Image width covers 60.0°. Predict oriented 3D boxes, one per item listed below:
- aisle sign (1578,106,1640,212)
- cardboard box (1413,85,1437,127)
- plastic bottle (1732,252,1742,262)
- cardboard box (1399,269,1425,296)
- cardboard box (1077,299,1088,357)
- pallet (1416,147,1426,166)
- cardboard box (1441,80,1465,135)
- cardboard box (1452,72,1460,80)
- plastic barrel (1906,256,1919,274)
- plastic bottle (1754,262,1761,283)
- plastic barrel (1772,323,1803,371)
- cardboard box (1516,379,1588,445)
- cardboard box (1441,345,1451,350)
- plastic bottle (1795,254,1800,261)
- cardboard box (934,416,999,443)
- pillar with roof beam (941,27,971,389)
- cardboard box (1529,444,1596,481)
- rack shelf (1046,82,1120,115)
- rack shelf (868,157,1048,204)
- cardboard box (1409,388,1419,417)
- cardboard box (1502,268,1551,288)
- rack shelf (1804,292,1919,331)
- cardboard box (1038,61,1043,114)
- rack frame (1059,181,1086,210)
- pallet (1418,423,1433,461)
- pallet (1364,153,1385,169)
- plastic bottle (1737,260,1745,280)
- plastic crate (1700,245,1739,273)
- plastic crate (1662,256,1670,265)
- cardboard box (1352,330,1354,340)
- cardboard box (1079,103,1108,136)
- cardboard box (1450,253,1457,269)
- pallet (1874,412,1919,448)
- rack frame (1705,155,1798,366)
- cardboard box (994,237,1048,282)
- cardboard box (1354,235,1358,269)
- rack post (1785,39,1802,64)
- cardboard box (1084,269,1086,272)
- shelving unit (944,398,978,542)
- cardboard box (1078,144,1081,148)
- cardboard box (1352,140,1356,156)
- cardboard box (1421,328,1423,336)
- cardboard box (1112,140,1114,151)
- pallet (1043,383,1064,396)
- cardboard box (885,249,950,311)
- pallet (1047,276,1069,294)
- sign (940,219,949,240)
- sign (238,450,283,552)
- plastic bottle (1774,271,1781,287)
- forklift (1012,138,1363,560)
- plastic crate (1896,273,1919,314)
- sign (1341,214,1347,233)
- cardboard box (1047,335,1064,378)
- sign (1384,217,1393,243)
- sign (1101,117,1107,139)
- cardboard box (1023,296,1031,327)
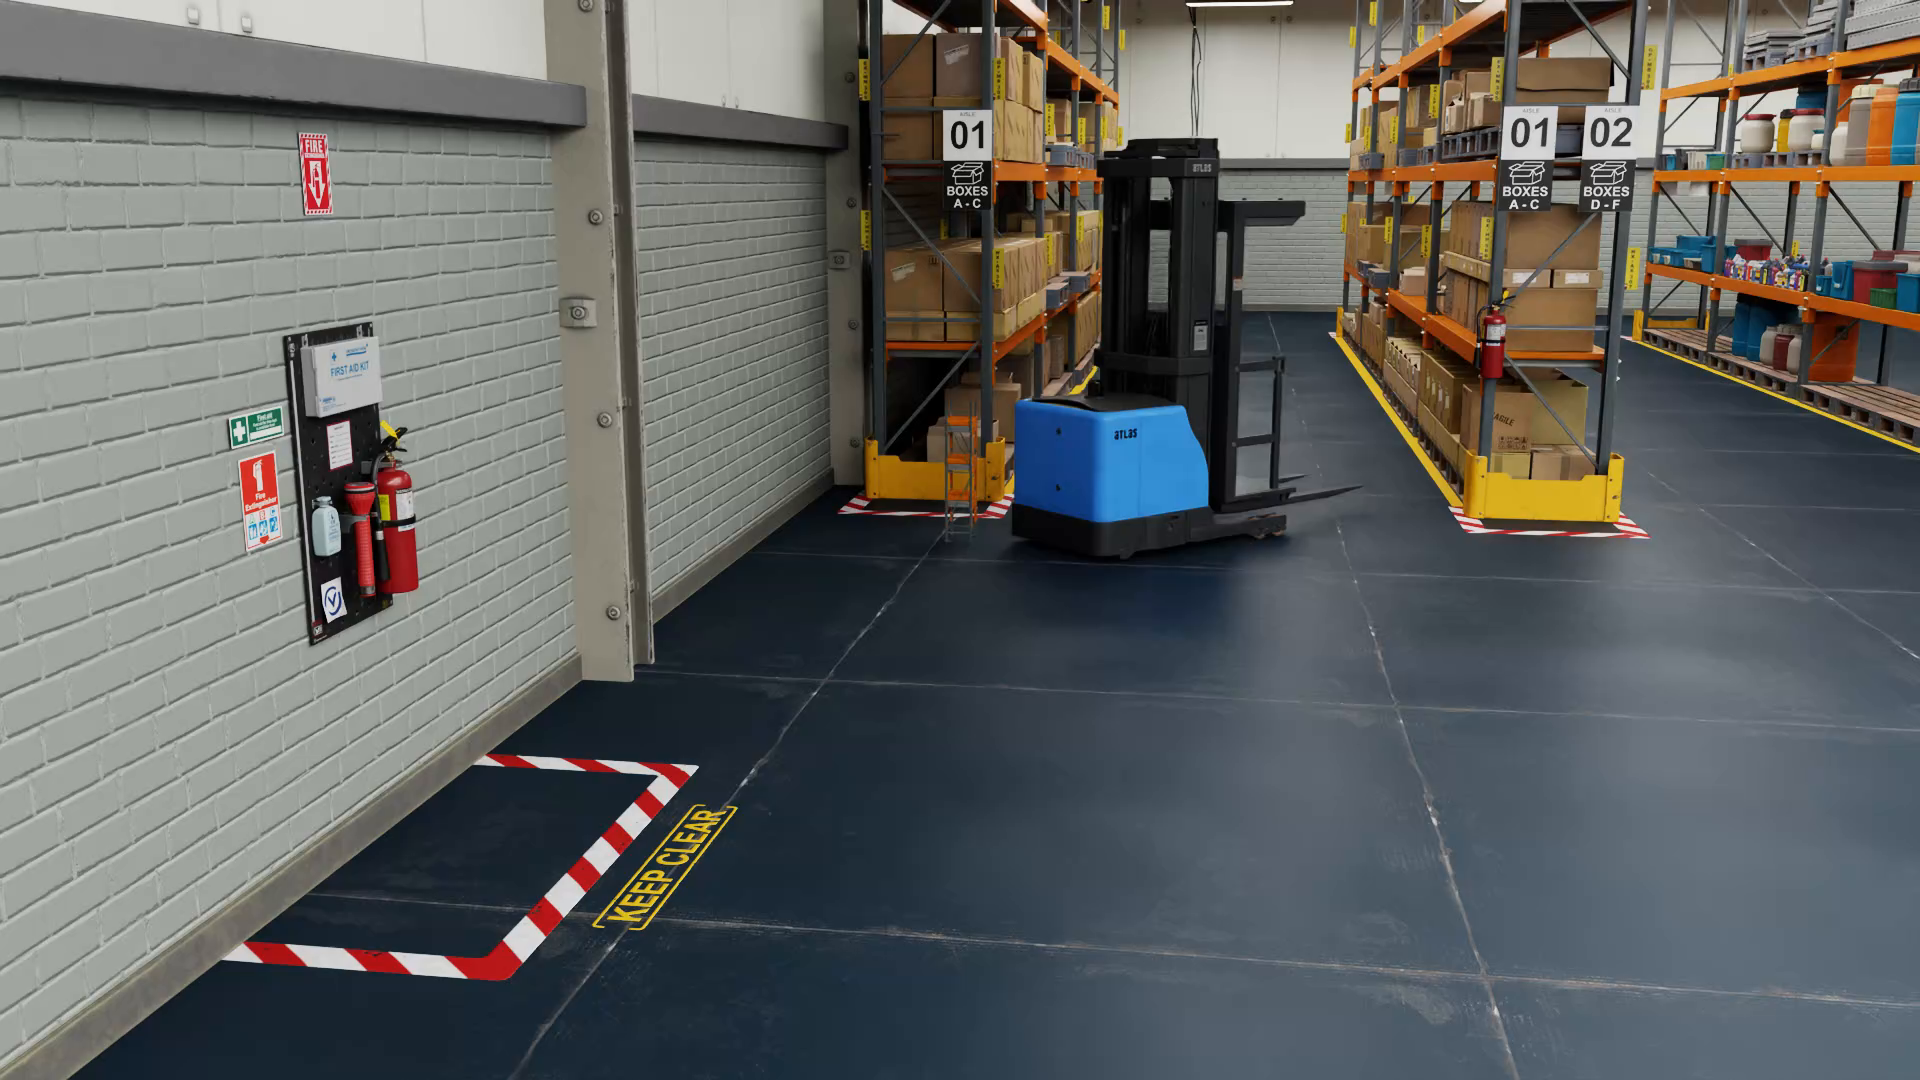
[{"bbox_3d":[4.963,-2.912,12.714,0.394,0.787,0.004,2,12,9],"label":"aisle sign"},{"bbox_3d":[5.974,-5.425,20.813,0.500,0.500,0.500,2,12,9],"label":"cardboard box"},{"bbox_3d":[11.029,-3.906,23.615,0.144,0.351,0.185,2,12,9],"label":"plastic bottle"},{"bbox_3d":[5.572,-3.106,19.999,0.500,0.311,0.500,2,12,8],"label":"cardboard box"},{"bbox_3d":[1.389,-2.975,23.284,0.750,0.750,0.750,2,12,8],"label":"cardboard box"},{"bbox_3d":[5.715,-4.327,18.779,1.003,0.211,1.213,2,12,11],"label":"pallet"},{"bbox_3d":[4.947,-4.190,16.129,0.500,0.500,0.500,3,13,13],"label":"cardboard box"},{"bbox_3d":[5.484,-4.709,17.681,0.500,0.500,0.500,3,13,14],"label":"cardboard box"},{"bbox_3d":[10.782,-2.915,18.632,0.421,0.512,0.421,0,12,0],"label":"plastic barrel"},{"bbox_3d":[10.739,-3.590,22.338,0.097,0.271,0.097,0,12,0],"label":"plastic bottle"},{"bbox_3d":[11.026,-2.533,21.852,0.600,0.588,0.708,2,12,9],"label":"plastic barrel"},{"bbox_3d":[5.047,-1.101,14.232,0.500,0.500,0.500,2,12,9],"label":"cardboard box"},{"bbox_3d":[5.909,-2.135,19.478,0.500,0.311,0.500,2,12,8],"label":"cardboard box"},{"bbox_3d":[11.591,-3.775,23.008,0.144,0.351,0.185,2,12,9],"label":"plastic bottle"},{"bbox_3d":[0.058,-0.985,15.281,0.500,0.311,0.500,3,13,13],"label":"cardboard box"},{"bbox_3d":[4.204,-6.040,19.161,9.100,9.000,0.400,2,12,9],"label":"pillar with roof beam"},{"bbox_3d":[4.972,-0.630,13.827,0.500,0.250,0.500,2,12,9],"label":"cardboard box"},{"bbox_3d":[1.928,-7.124,26.847,1.077,0.370,4.000,2,12,9],"label":"rack shelf"},{"bbox_3d":[0.082,-3.355,15.530,1.077,0.370,4.000,2,12,9],"label":"rack shelf"},{"bbox_3d":[5.063,-1.454,17.651,0.500,0.250,0.500,2,12,8],"label":"cardboard box"},{"bbox_3d":[4.541,-2.116,13.416,0.380,0.149,0.250,2,12,8],"label":"cardboard box"},{"bbox_3d":[10.487,-2.401,18.220,1.077,0.370,4.000,2,12,9],"label":"rack shelf"},{"bbox_3d":[0.581,-4.558,16.744,0.500,0.500,0.500,1,12,4],"label":"cardboard box"},{"bbox_3d":[2.236,-5.155,29.293,1.000,3.000,0.127,2,12,9],"label":"rack frame"},{"bbox_3d":[5.122,-0.970,16.493,1.003,0.211,1.213,2,12,9],"label":"pallet"},{"bbox_3d":[6.190,-5.188,22.771,1.213,0.211,1.003,2,12,9],"label":"pallet"},{"bbox_3d":[10.861,-3.755,23.103,0.097,0.271,0.097,0,12,0],"label":"plastic bottle"},{"bbox_3d":[11.144,-4.131,24.438,0.392,0.384,0.575,2,12,9],"label":"plastic crate"},{"bbox_3d":[11.426,-4.488,26.684,0.250,0.136,0.298,2,12,9],"label":"plastic crate"},{"bbox_3d":[6.321,-3.192,25.907,0.380,0.149,0.250,2,12,9],"label":"cardboard box"},{"bbox_3d":[2.007,-6.475,25.642,0.500,0.500,0.500,2,12,8],"label":"cardboard box"},{"bbox_3d":[4.976,-2.708,16.160,0.380,0.149,0.250,2,12,7],"label":"cardboard box"},{"bbox_3d":[10.262,-1.138,17.271,1.003,0.211,1.213,2,12,9],"label":"pallet"},{"bbox_3d":[11.410,-4.001,23.940,1.000,3.000,0.127,2,12,9],"label":"rack frame"},{"bbox_3d":[0.595,-3.142,18.671,0.700,0.500,0.500,3,13,14],"label":"cardboard box"},{"bbox_3d":[6.494,-4.538,26.194,0.500,0.500,0.500,2,12,10],"label":"cardboard box"},{"bbox_3d":[11.224,-6.264,21.387,0.937,0.300,0.954,3,13,15],"label":"rack post"},{"bbox_3d":[1.609,-3.867,23.864,0.380,0.149,0.250,2,12,7],"label":"cardboard box"},{"bbox_3d":[0.008,-0.524,12.434,0.215,1.050,0.252,2,12,9],"label":"shelving unit"},{"bbox_3d":[1.355,-5.755,23.676,0.700,0.500,0.500,2,12,8],"label":"cardboard box"},{"bbox_3d":[6.711,-6.430,27.260,0.500,0.250,0.500,2,12,9],"label":"cardboard box"},{"bbox_3d":[6.328,-2.518,21.945,0.500,0.500,0.500,1,12,7],"label":"cardboard box"},{"bbox_3d":[2.306,-6.533,27.688,0.500,0.250,0.500,1,12,7],"label":"cardboard box"},{"bbox_3d":[0.694,-1.711,19.930,1.003,0.211,1.213,2,12,9],"label":"pallet"},{"bbox_3d":[-0.363,-2.232,14.261,0.500,0.500,0.500,2,12,8],"label":"cardboard box"},{"bbox_3d":[0.741,-2.983,19.668,1.003,0.211,1.213,2,12,9],"label":"pallet"},{"bbox_3d":[-0.159,-3.240,17.660,0.100,0.325,0.005,2,12,9],"label":"sign"},{"bbox_3d":[-2.500,-0.142,5.946,0.001,0.329,0.234,2,12,9],"label":"sign"},{"bbox_3d":[10.611,-3.383,21.542,0.097,0.201,0.097,0,12,0],"label":"plastic bottle"},{"bbox_3d":[1.866,-1.518,12.582,3.031,2.935,1.130,-9,15,-36],"label":"forklift"},{"bbox_3d":[10.041,-2.568,17.327,0.392,0.384,0.575,2,12,9],"label":"plastic crate"},{"bbox_3d":[6.595,-5.436,28.543,0.100,0.325,0.005,2,12,9],"label":"sign"},{"bbox_3d":[0.946,-2.331,21.080,0.700,0.500,0.500,2,12,9],"label":"cardboard box"},{"bbox_3d":[5.363,-3.873,20.784,0.100,0.325,0.005,2,12,9],"label":"sign"},{"bbox_3d":[2.158,-6.180,24.954,0.100,0.325,0.005,2,12,9],"label":"sign"},{"bbox_3d":[0.393,-2.172,15.759,0.500,0.250,0.500,2,12,9],"label":"cardboard box"}]
